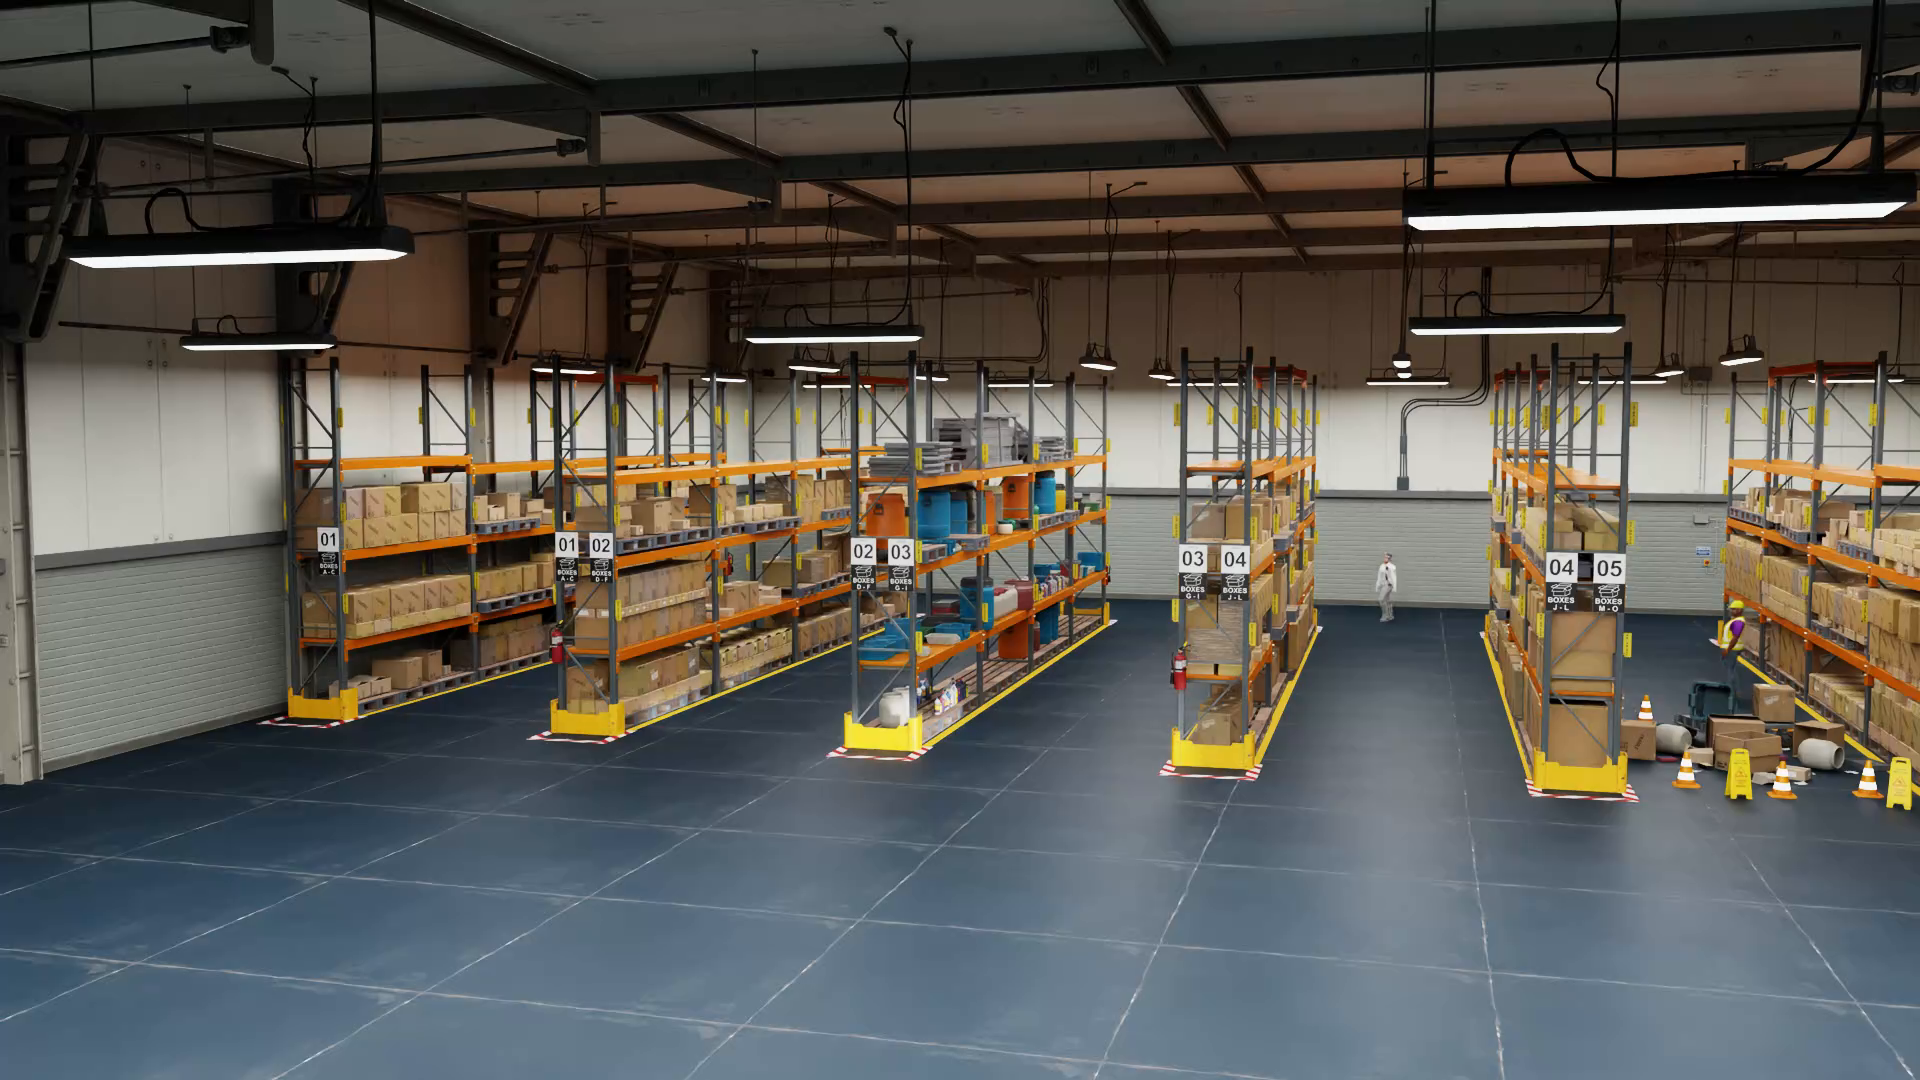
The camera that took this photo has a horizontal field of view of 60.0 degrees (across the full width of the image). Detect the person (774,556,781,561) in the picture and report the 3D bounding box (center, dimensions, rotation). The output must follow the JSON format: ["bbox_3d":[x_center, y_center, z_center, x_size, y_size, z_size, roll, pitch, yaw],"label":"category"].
[{"bbox_3d":[-4.184,1.268,38.779,0.570,1.801,0.605,2,5,26],"label":"person"}]

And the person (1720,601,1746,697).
[{"bbox_3d":[13.674,1.972,29.481,0.511,1.808,0.625,4,6,42],"label":"person"}]

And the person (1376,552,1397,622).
[{"bbox_3d":[10.470,1.164,40.922,0.500,1.729,0.485,-1,4,-11],"label":"person"}]
